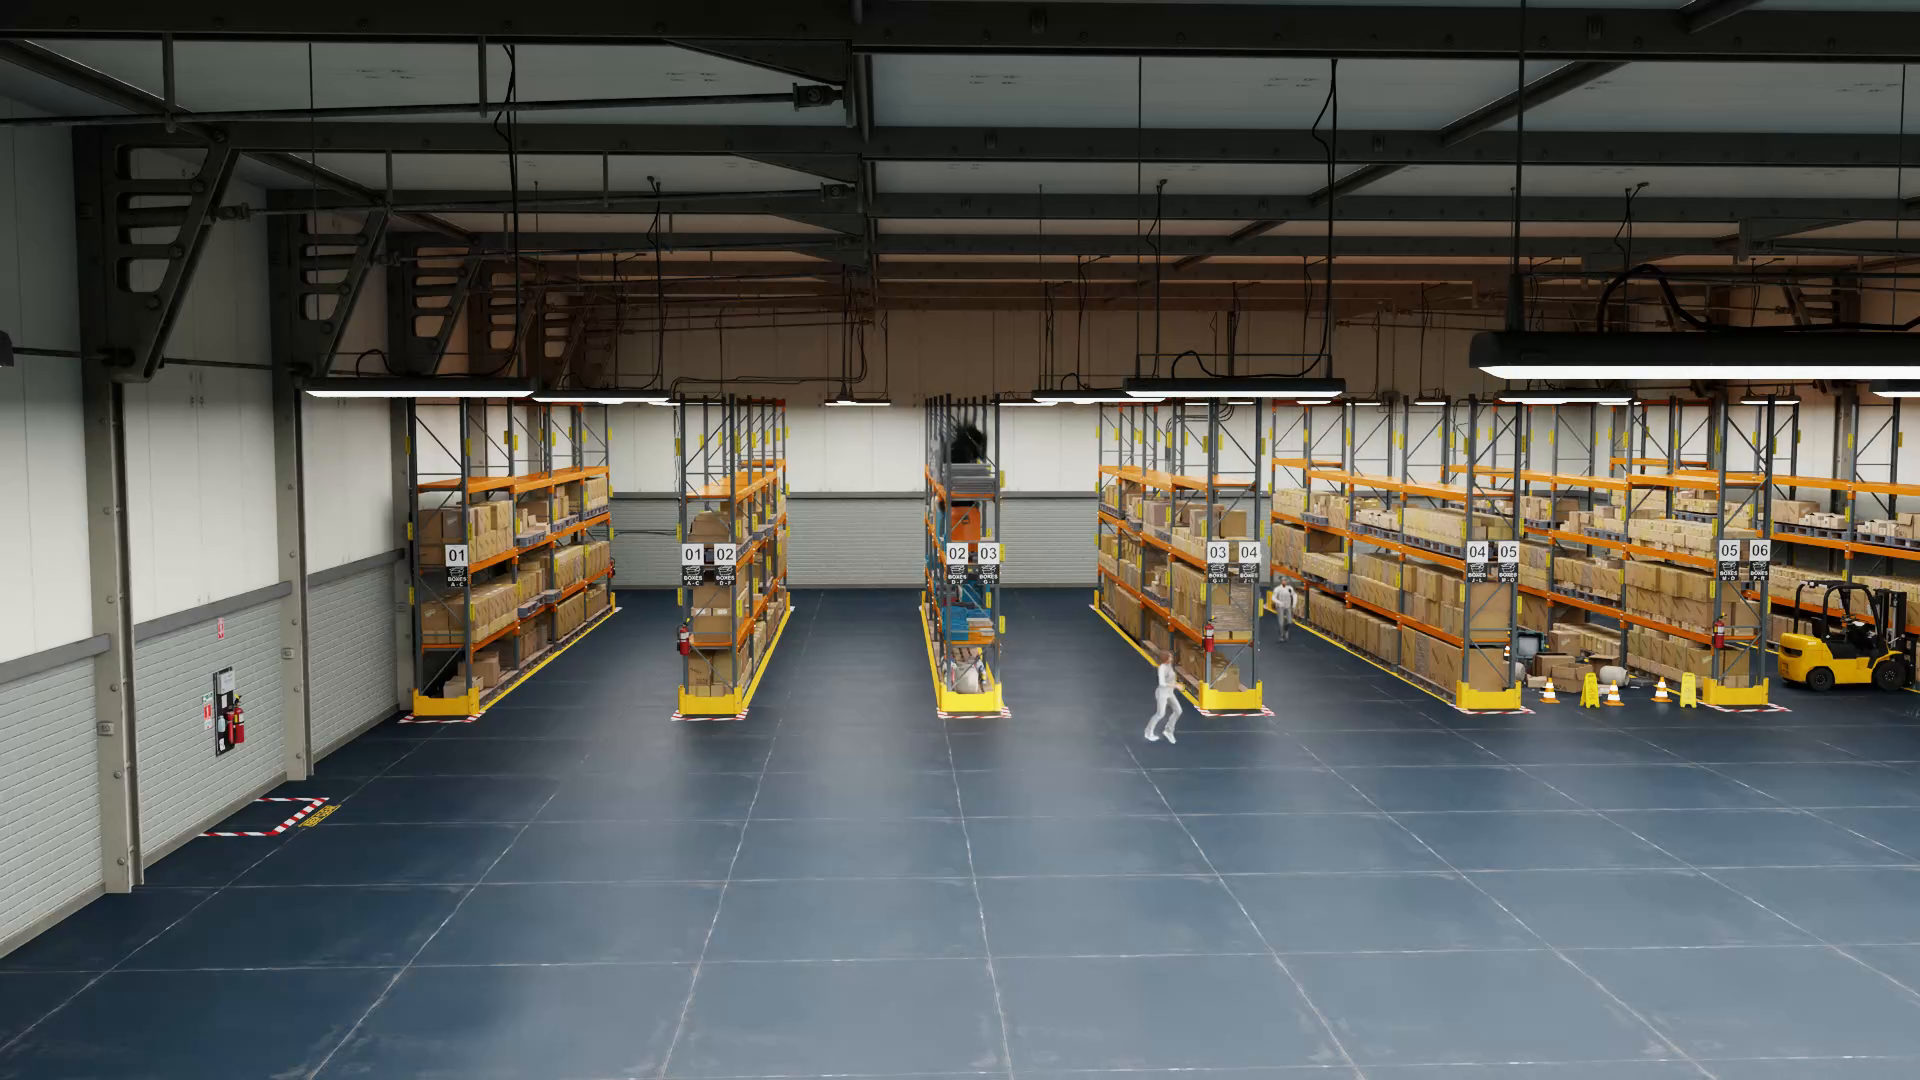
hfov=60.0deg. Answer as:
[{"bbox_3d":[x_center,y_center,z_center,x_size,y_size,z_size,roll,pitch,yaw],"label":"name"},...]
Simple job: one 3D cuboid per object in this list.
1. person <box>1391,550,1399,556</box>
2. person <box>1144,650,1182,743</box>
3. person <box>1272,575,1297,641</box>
[{"bbox_3d":[12.818,0.904,49.364,0.910,1.807,0.680,0,5,-1],"label":"person"},{"bbox_3d":[3.506,2.684,28.478,0.699,1.613,0.491,3,5,31],"label":"person"},{"bbox_3d":[7.966,1.669,40.729,0.658,1.641,0.550,0,5,-2],"label":"person"}]
